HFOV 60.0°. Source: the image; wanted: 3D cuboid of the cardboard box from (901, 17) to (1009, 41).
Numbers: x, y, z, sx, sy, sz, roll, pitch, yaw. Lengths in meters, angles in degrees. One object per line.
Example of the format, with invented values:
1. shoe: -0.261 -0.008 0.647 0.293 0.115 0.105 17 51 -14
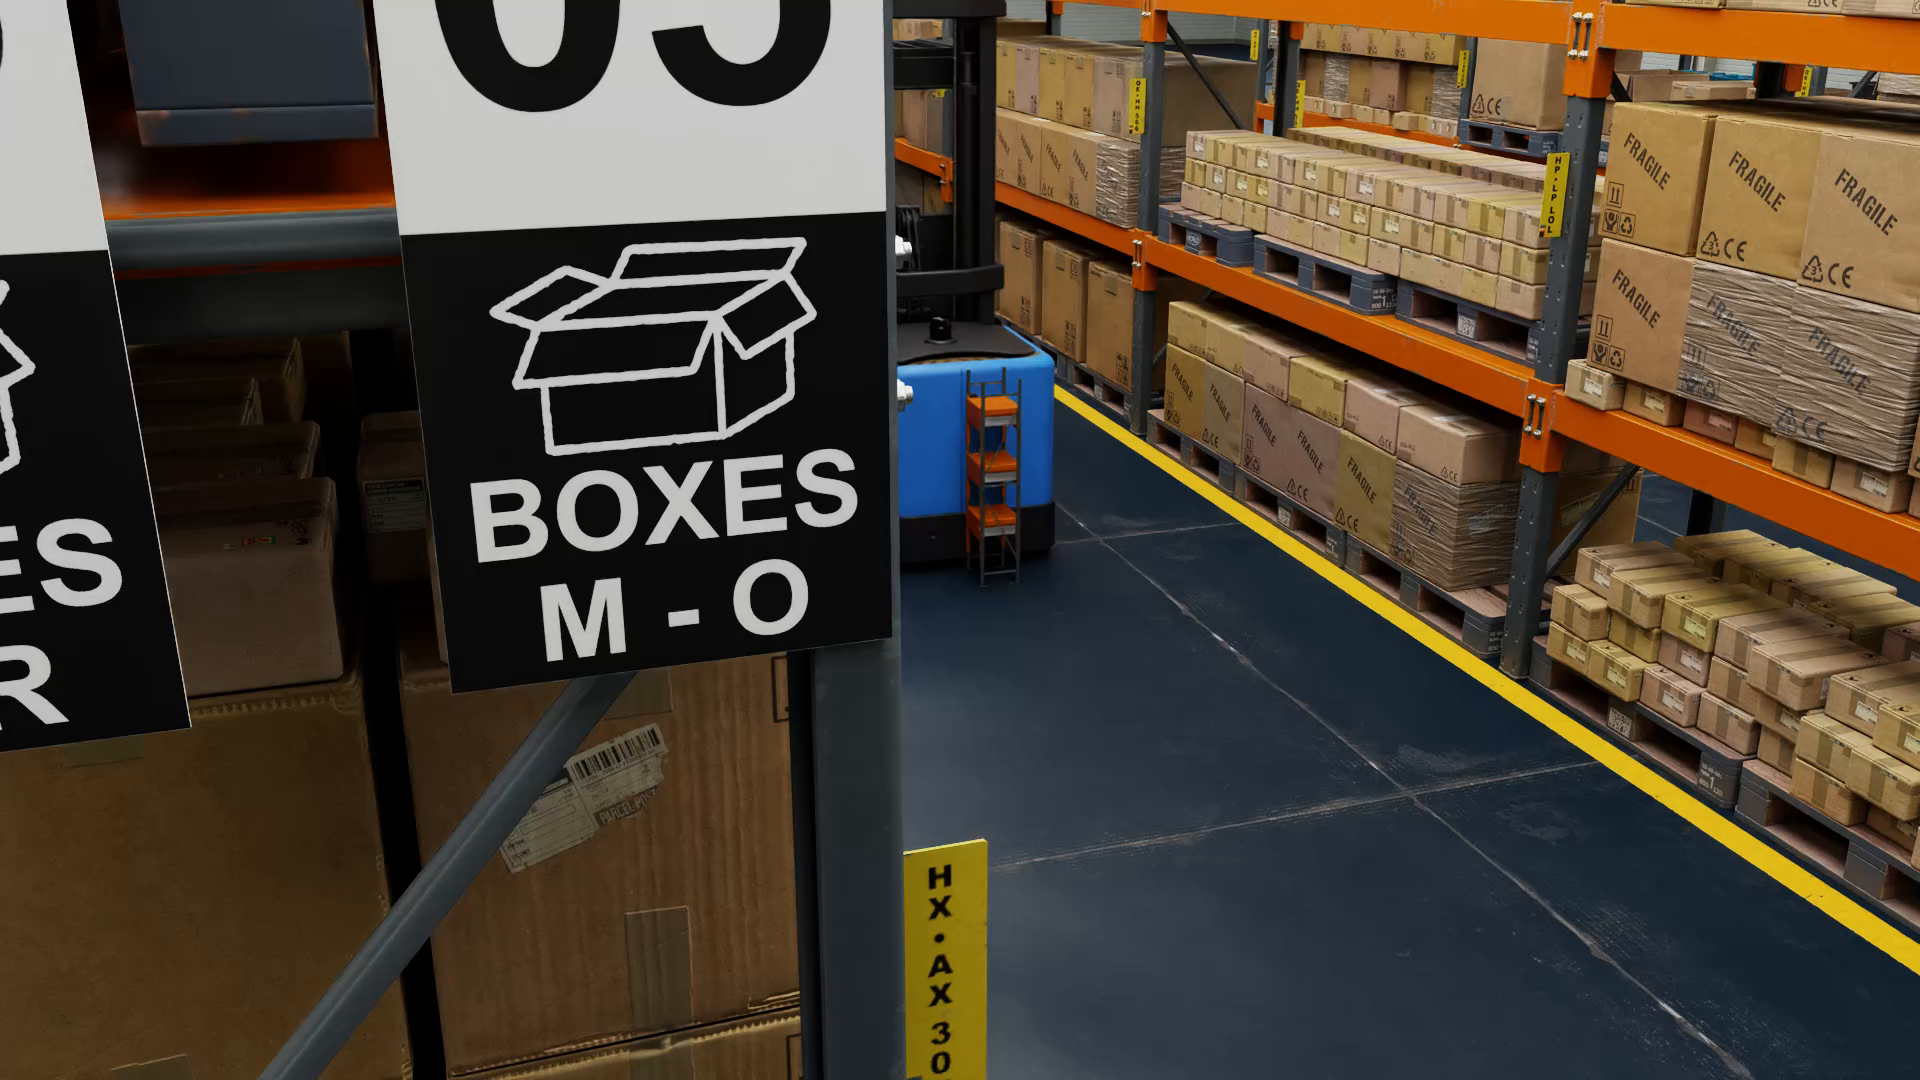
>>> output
1. cardboard box: -0.019 -4.302 14.638 0.875 0.550 0.550 -6 21 -17

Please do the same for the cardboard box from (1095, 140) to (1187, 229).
1. cardboard box: 1.208 -2.317 10.781 0.500 0.500 0.500 -6 21 -17

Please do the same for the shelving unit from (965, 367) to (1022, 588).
1. shelving unit: 0.164 -0.306 8.216 0.215 1.050 0.252 -6 21 -15

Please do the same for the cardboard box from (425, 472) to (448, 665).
1. cardboard box: -0.397 0.006 1.877 0.380 0.149 0.250 -6 21 -16

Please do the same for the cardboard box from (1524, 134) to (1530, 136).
1. cardboard box: 5.306 -3.915 15.749 0.380 0.149 0.250 -6 21 -17

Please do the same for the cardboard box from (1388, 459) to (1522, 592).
1. cardboard box: 2.390 -0.102 7.840 0.500 0.500 0.500 -7 21 -18

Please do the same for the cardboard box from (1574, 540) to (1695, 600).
1. cardboard box: 2.774 0.127 6.843 0.380 0.149 0.250 -6 20 -15

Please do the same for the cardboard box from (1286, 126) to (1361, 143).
1. cardboard box: 2.194 -2.405 10.044 0.380 0.149 0.250 -7 21 -19

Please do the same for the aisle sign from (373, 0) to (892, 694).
1. aisle sign: -0.250 -0.259 1.355 0.394 0.787 0.004 -6 21 -17

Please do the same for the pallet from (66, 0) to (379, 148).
1. pallet: -0.791 -0.635 1.941 1.003 0.211 1.213 -6 21 -17

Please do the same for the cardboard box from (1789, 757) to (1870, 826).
1. cardboard box: 3.118 0.837 5.745 0.380 0.149 0.250 -7 21 -19

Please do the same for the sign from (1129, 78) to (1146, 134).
1. sign: 1.079 -2.639 10.112 0.100 0.325 0.005 -6 21 -17

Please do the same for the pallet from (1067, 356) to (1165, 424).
1. pallet: 1.428 -1.102 11.673 1.003 0.211 1.213 -6 21 -17

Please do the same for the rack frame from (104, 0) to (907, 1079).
1. rack frame: -0.551 0.972 1.772 0.949 2.616 0.053 -6 21 -17

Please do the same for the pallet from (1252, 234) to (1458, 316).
1. pallet: 2.266 -1.433 8.751 1.003 0.211 1.213 -6 21 -17

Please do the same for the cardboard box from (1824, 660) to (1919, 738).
1. cardboard box: 3.200 0.547 5.671 0.380 0.149 0.250 -7 21 -19

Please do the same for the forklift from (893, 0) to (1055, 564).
1. forklift: -0.412 -1.714 9.352 1.130 2.935 3.031 -6 21 -15

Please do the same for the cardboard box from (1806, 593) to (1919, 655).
1. cardboard box: 3.431 0.329 6.279 0.380 0.149 0.250 -6 21 -15

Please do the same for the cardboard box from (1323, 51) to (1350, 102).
1. cardboard box: 4.365 -4.910 17.562 0.875 0.500 0.500 -6 21 -17

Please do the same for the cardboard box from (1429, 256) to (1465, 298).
1. cardboard box: 2.390 -1.219 7.624 0.380 0.149 0.250 -6 21 -17

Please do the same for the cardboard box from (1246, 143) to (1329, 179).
1. cardboard box: 1.809 -2.094 9.179 0.380 0.149 0.250 -7 21 -19

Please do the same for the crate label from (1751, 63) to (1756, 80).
1. crate label: 9.368 -5.197 18.894 0.502 0.435 0.616 -6 21 -17

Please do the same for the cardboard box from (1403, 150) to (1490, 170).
1. cardboard box: 2.598 -1.989 8.888 0.380 0.149 0.250 -5 20 -15

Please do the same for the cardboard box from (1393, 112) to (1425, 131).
1. cardboard box: 4.466 -4.088 16.231 0.380 0.149 0.250 -6 21 -17

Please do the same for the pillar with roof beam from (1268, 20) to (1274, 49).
1. pillar with roof beam: 5.463 -18.655 47.541 9.100 9.000 0.400 -6 21 -17

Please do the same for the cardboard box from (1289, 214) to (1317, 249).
1. cardboard box: 1.972 -1.643 8.803 0.380 0.149 0.250 -6 21 -16

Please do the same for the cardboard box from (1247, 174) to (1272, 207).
1. cardboard box: 1.820 -1.944 9.201 0.380 0.149 0.250 -6 21 -17

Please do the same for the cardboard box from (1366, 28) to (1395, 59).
1. cardboard box: 4.370 -5.026 16.404 0.500 0.500 0.500 -6 21 -17

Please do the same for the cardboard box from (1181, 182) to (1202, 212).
1. cardboard box: 1.554 -2.068 9.987 0.380 0.149 0.250 -7 21 -18

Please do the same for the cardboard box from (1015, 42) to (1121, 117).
1. cardboard box: 0.831 -3.469 12.511 0.700 0.500 0.500 -6 21 -17

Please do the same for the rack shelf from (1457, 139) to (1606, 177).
1. rack shelf: 5.716 -2.952 13.761 1.077 0.370 4.000 -6 21 -17

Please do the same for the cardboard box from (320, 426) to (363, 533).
1. cardboard box: -1.118 0.160 2.406 0.500 0.500 0.500 -6 21 -17

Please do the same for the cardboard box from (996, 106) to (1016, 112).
1. cardboard box: 0.417 -3.125 13.032 0.500 0.500 0.500 -6 21 -17

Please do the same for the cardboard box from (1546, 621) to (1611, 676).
1. cardboard box: 2.671 0.425 6.892 0.380 0.149 0.250 -7 21 -20

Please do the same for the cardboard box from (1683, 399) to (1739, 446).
1. cardboard box: 2.926 -0.471 6.163 0.380 0.149 0.250 -7 21 -20

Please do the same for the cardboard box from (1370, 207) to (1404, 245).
1. cardboard box: 2.220 -1.531 8.053 0.380 0.149 0.250 -8 21 -20

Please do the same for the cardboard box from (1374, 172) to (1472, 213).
1. cardboard box: 2.229 -1.670 8.000 0.380 0.149 0.250 -7 21 -19

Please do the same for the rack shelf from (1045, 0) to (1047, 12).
1. rack shelf: -0.281 -5.152 15.450 1.077 0.370 4.000 -6 21 -17

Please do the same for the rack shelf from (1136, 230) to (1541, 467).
1. rack shelf: 2.233 -1.173 8.810 1.077 0.370 4.000 -6 21 -17

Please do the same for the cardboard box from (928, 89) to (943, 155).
1. cardboard box: 0.220 -3.625 14.350 0.875 0.550 0.550 -6 21 -17

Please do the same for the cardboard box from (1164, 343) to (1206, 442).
1. cardboard box: 1.585 -0.921 10.119 0.500 0.500 0.500 -7 21 -20

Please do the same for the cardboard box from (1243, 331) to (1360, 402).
1. cardboard box: 1.894 -0.958 9.113 0.500 0.250 0.500 -6 21 -17

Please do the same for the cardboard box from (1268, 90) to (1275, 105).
1. cardboard box: 3.694 -4.981 18.717 0.380 0.149 0.250 -6 21 -17

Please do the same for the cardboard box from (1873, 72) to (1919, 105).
1. cardboard box: 6.559 -2.931 11.008 0.797 0.503 0.637 -6 21 -15

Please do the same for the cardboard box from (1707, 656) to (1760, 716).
1. cardboard box: 3.030 0.517 6.195 0.380 0.149 0.250 -7 21 -20

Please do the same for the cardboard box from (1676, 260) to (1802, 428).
1. cardboard box: 2.941 -0.713 5.877 0.500 0.500 0.500 -6 21 -17

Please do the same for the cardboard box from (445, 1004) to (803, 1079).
1. cardboard box: -0.427 0.740 2.270 0.500 0.500 0.500 -7 21 -18

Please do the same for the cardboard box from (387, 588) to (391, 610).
1. cardboard box: -1.440 0.307 3.476 0.500 0.500 0.500 -6 21 -16

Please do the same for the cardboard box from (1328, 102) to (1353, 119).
1. cardboard box: 4.073 -4.489 17.348 0.380 0.149 0.250 -6 21 -17

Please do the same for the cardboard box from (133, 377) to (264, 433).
1. cardboard box: -1.115 -0.098 2.164 0.380 0.149 0.250 -7 21 -18

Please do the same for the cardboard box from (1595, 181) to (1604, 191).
1. cardboard box: 3.003 -1.576 7.738 0.380 0.149 0.250 -6 21 -17

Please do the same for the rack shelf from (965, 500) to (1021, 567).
1. rack shelf: 0.164 -0.035 8.313 0.215 0.259 0.240 -6 21 -15

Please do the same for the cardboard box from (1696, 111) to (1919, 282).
1. cardboard box: 2.950 -1.192 5.732 0.500 0.500 0.500 -7 21 -19
